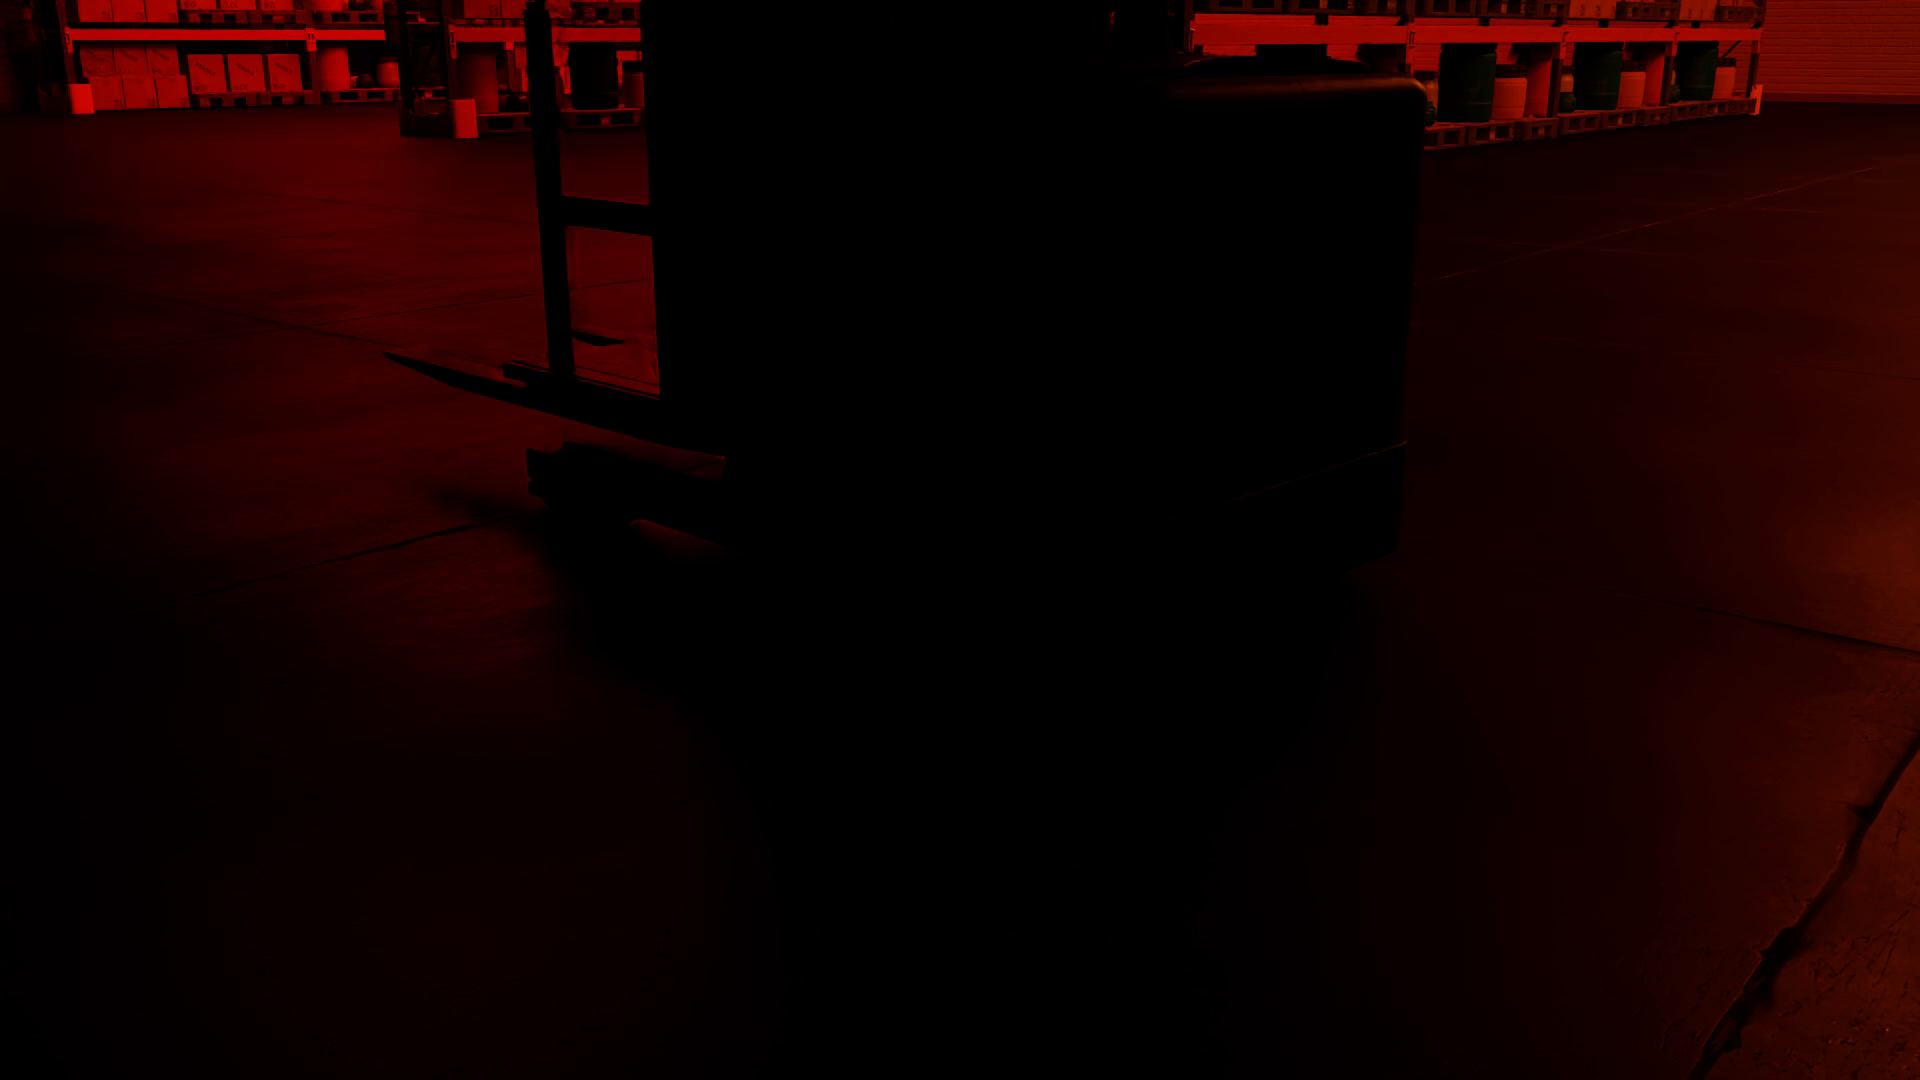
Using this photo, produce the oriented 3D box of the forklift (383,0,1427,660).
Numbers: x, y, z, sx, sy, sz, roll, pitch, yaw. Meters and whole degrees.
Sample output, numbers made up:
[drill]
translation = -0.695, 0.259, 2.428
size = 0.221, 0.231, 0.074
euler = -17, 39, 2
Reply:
[forklift]
translation = -0.442, -1.525, 3.920
size = 3.031, 2.935, 1.130
euler = 16, 23, 42
